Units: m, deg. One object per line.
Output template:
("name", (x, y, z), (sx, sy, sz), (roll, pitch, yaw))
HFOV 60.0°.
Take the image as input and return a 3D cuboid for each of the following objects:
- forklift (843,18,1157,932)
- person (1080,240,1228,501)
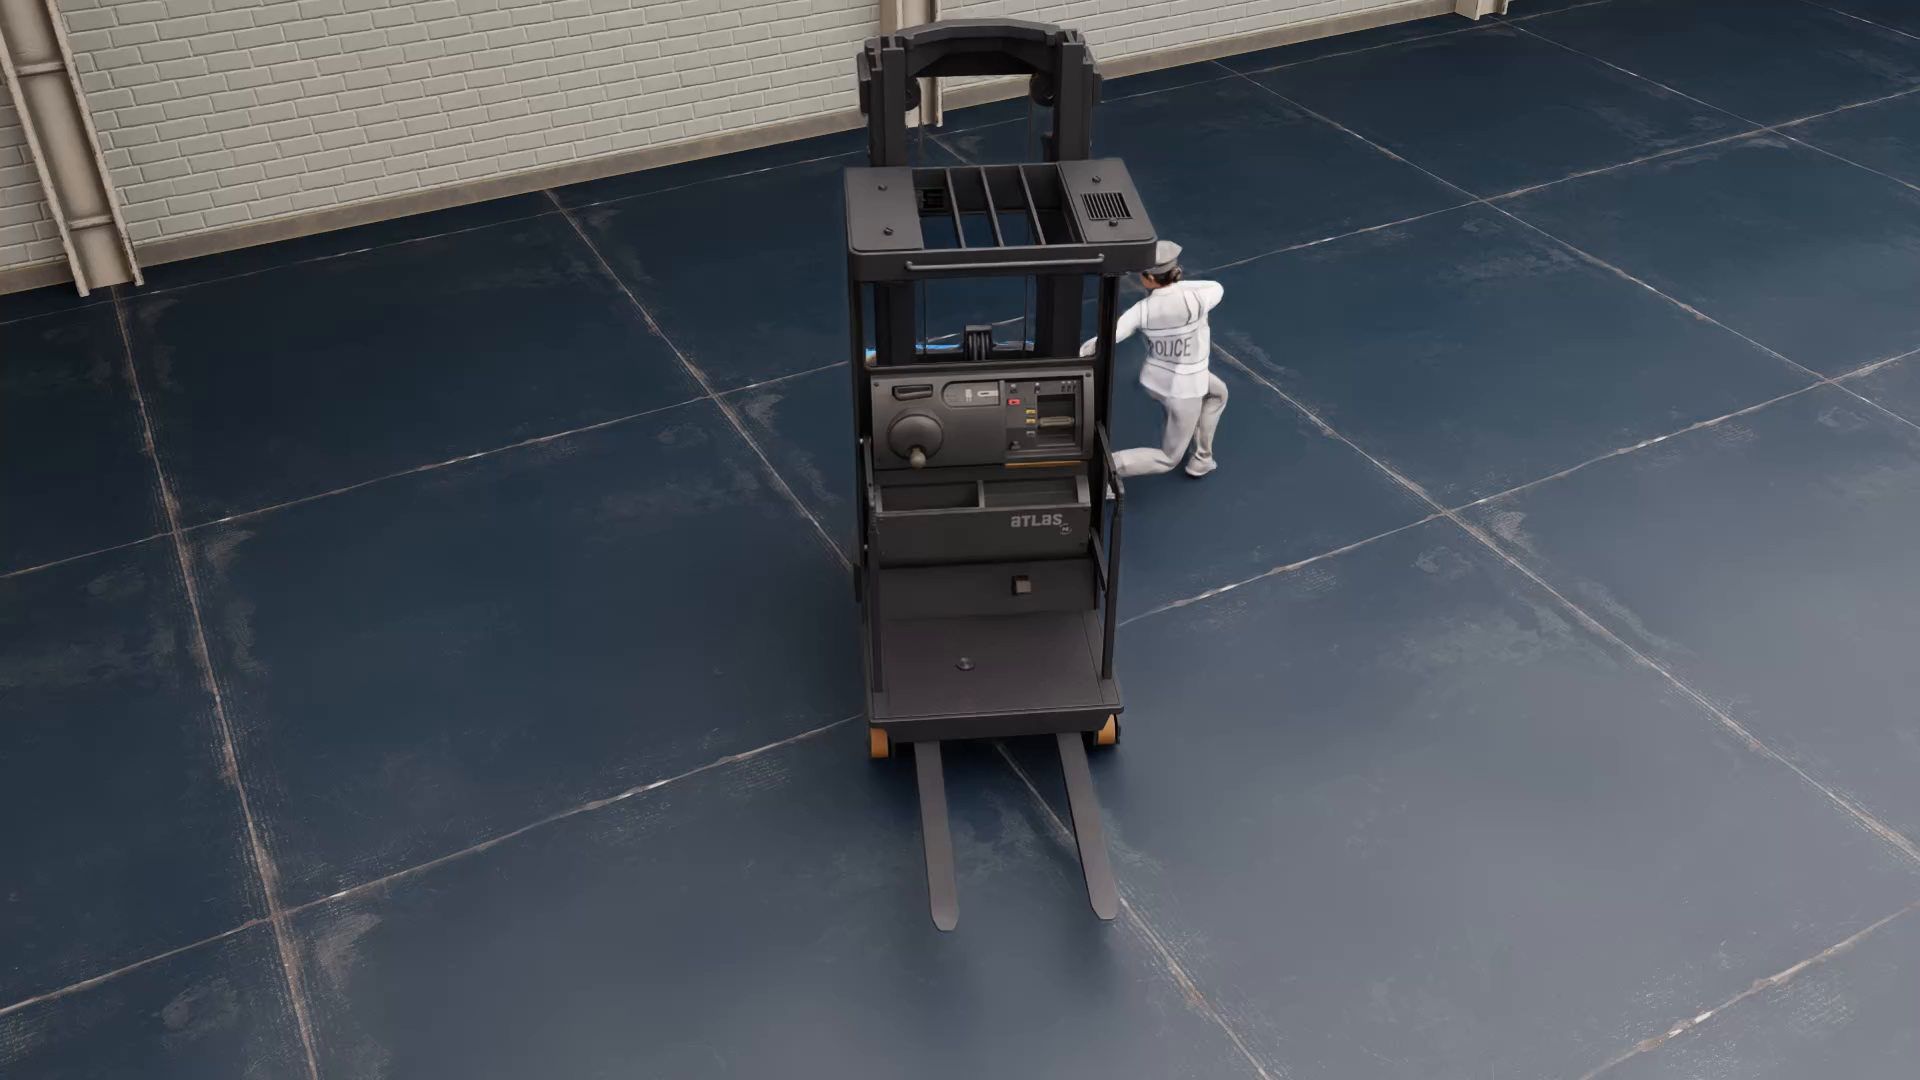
("forklift", (0.118, -0.443, 6.749), (1.130, 2.935, 3.031), (-3, 35, -4))
("person", (0.996, -0.895, 8.764), (0.918, 1.443, 0.670), (-26, 43, -32))
